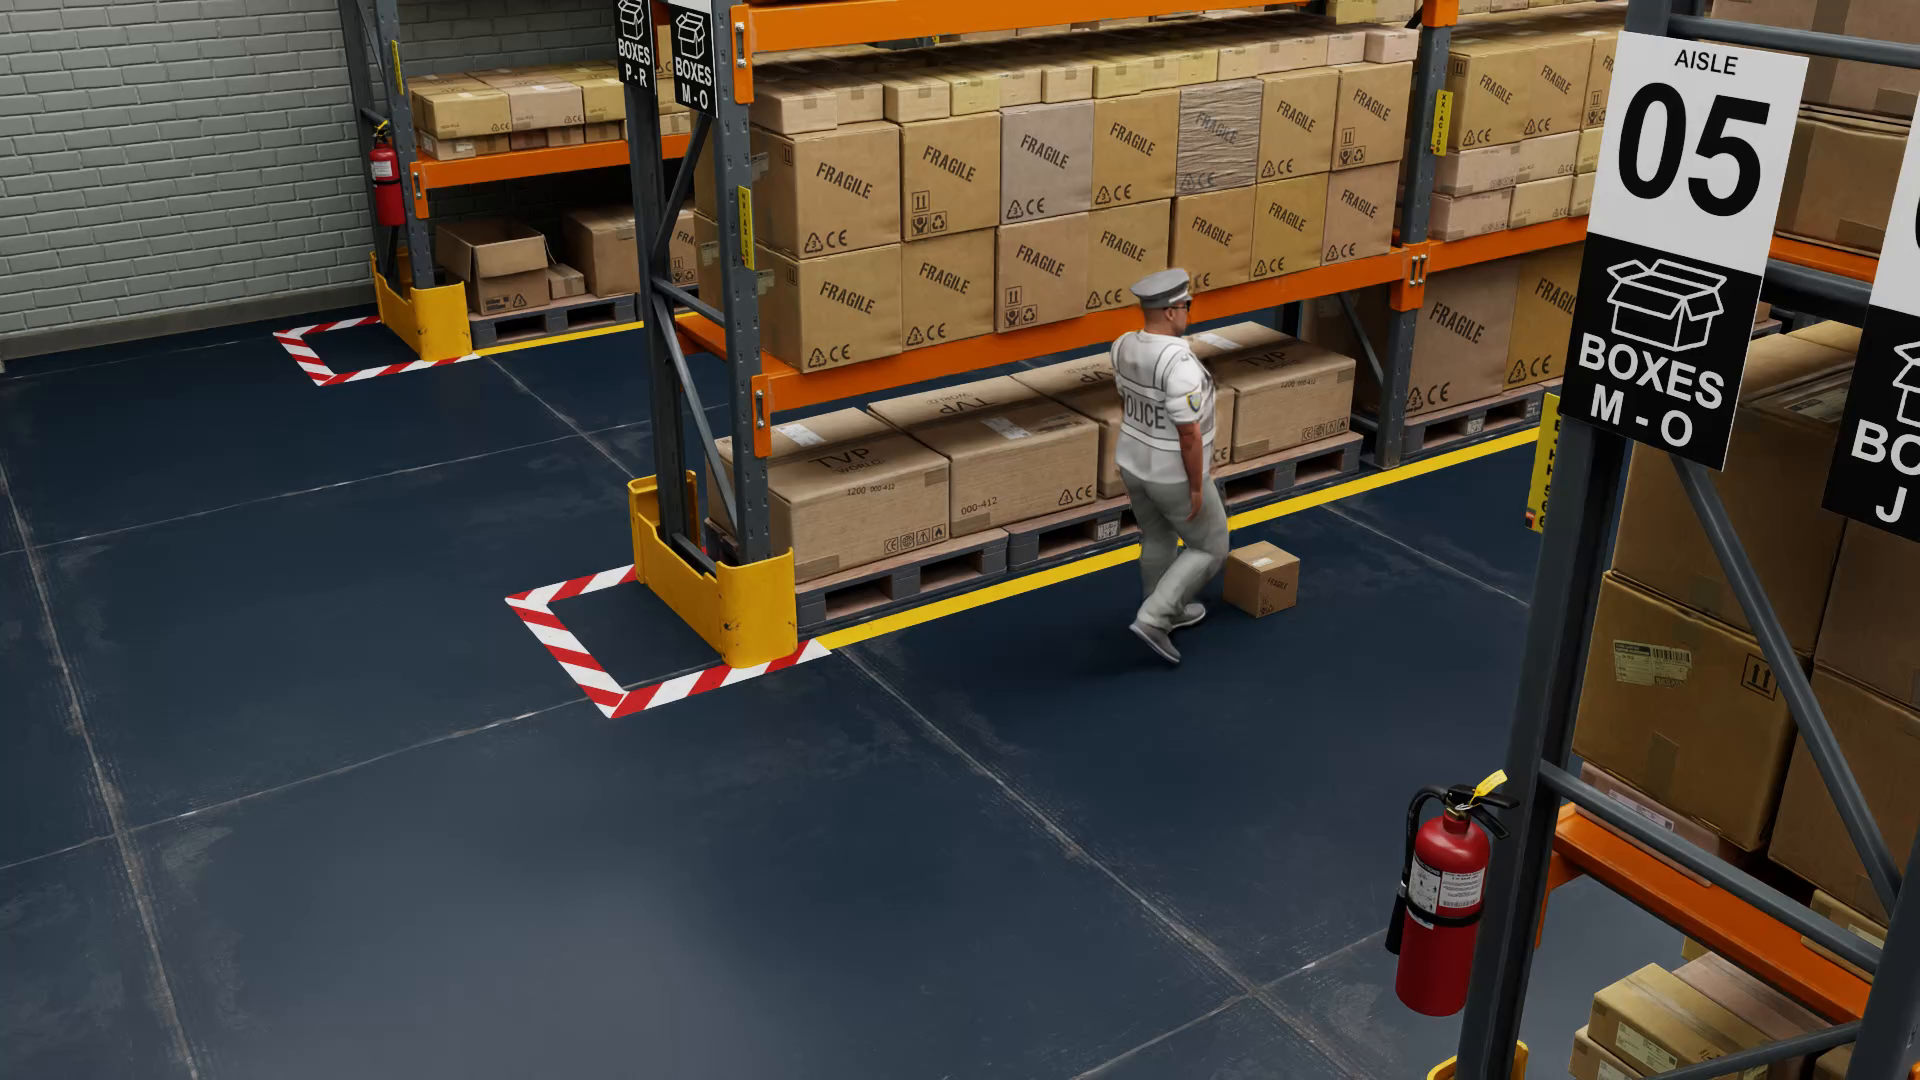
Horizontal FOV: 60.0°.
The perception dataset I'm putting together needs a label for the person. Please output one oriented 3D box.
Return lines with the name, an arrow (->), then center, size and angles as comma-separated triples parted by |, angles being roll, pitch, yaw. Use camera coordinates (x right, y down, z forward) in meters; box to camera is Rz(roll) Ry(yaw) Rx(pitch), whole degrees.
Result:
person -> 0.938, -0.328, 7.264 | 0.624, 1.764, 0.560 | -15, 29, -30
